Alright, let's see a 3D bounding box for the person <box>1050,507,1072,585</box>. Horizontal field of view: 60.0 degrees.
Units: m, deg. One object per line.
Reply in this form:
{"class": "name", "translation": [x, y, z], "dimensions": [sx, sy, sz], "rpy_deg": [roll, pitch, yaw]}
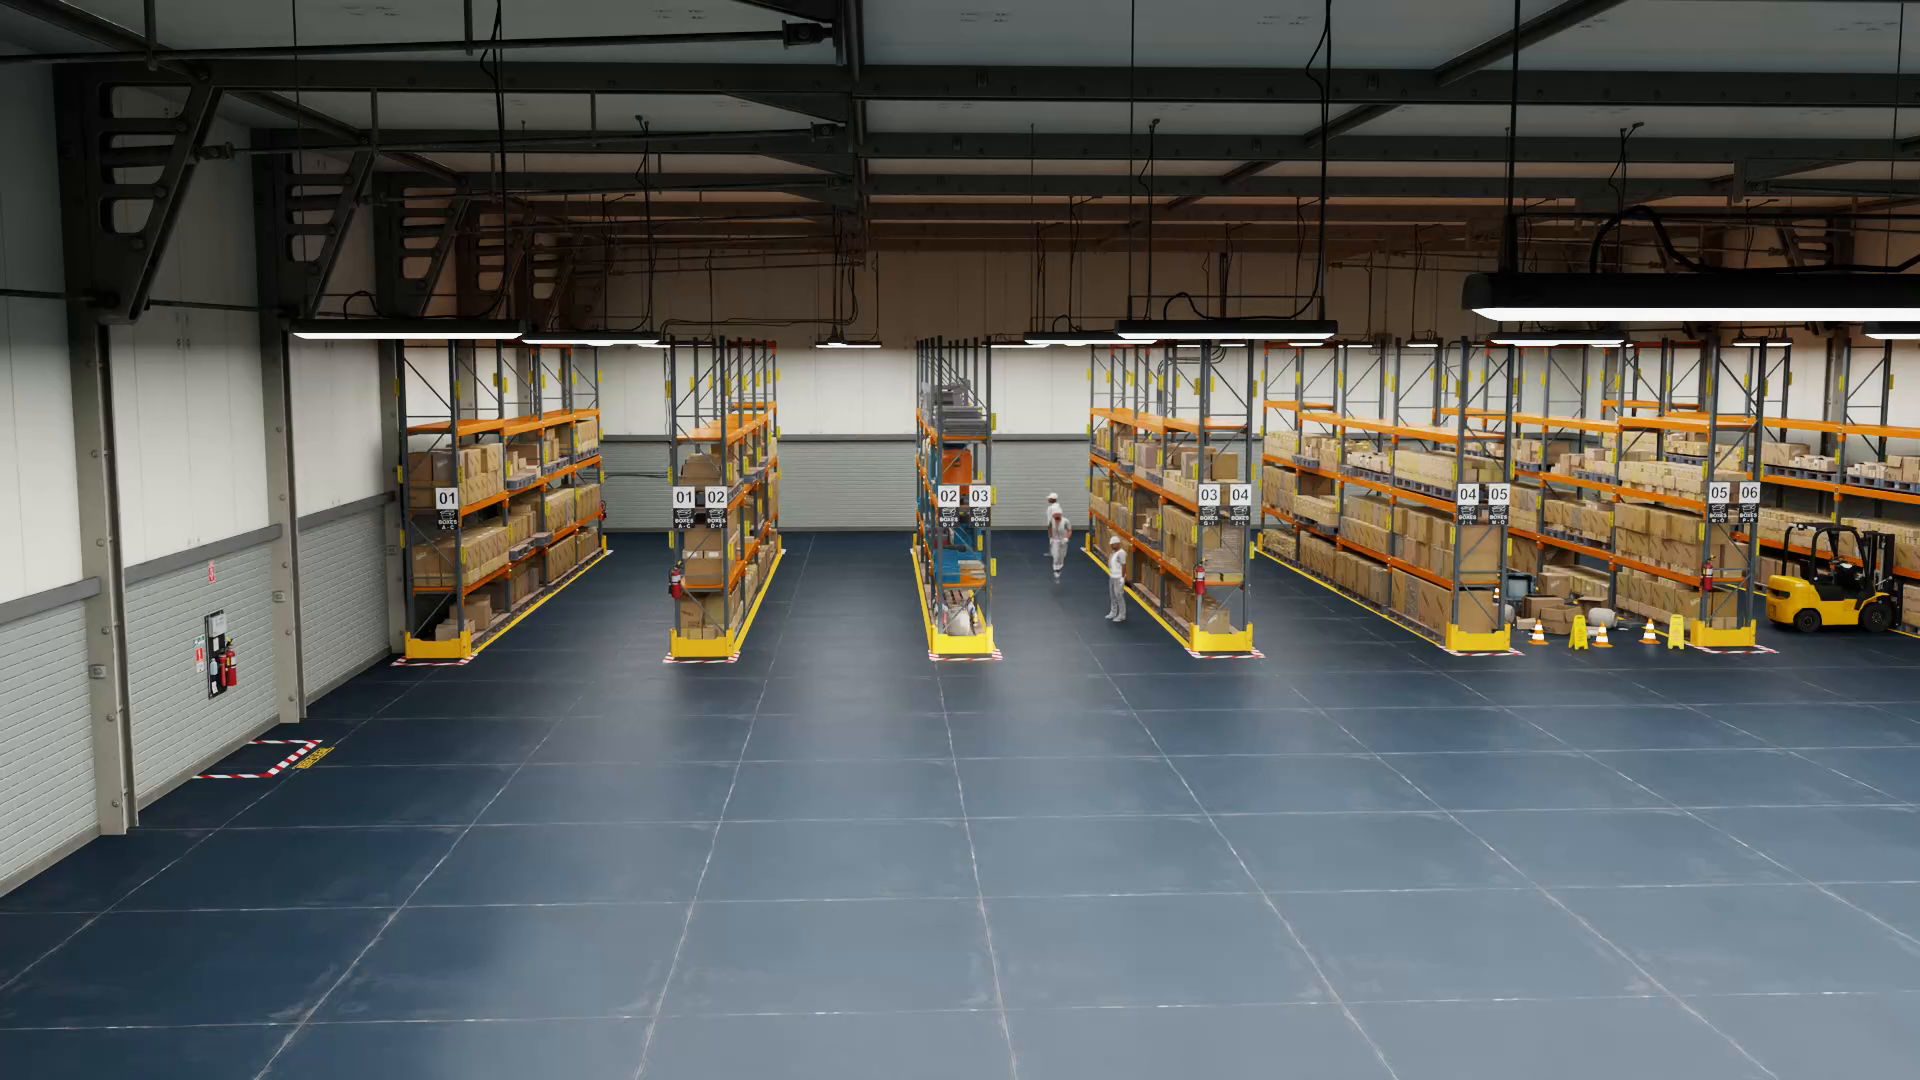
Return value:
{"class": "person", "translation": [2.396, 0.115, 39.635], "dimensions": [0.496, 1.820, 0.869], "rpy_deg": [0, 6, -3]}

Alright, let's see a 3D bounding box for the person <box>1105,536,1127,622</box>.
{"class": "person", "translation": [3.328, 0.812, 35.433], "dimensions": [0.408, 1.781, 0.626], "rpy_deg": [-2, 7, -16]}

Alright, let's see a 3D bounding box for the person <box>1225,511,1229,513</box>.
{"class": "person", "translation": [7.576, -0.585, 48.226], "dimensions": [0.488, 1.642, 0.467], "rpy_deg": [6, 9, 41]}

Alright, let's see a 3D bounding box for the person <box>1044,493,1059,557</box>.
{"class": "person", "translation": [2.546, -0.426, 46.408], "dimensions": [0.421, 1.776, 0.608], "rpy_deg": [0, 6, 2]}
